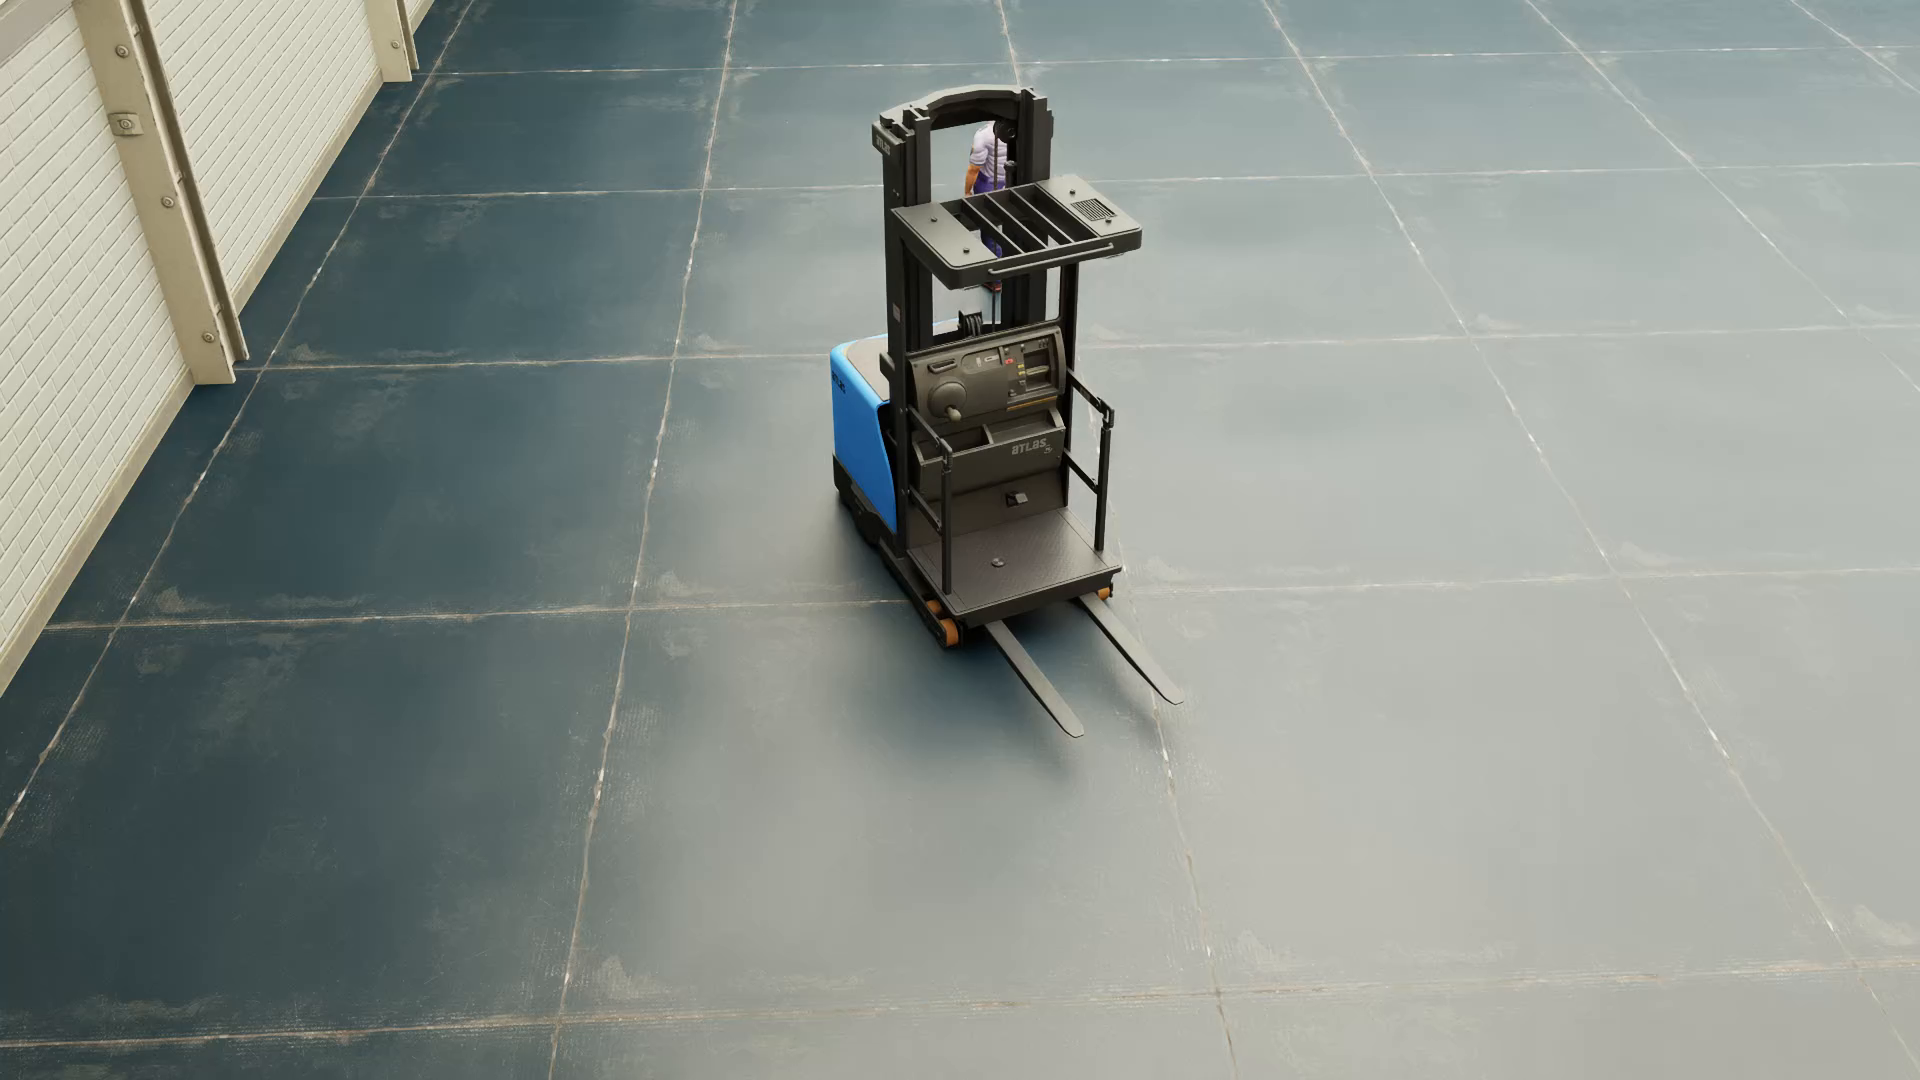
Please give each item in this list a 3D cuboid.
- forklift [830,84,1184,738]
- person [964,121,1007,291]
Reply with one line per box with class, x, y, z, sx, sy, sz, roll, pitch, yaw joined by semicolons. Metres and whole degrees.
forklift;0.258;-0.860;9.192;1.130;2.935;3.031;-15;39;-20
person;0.300;-2.721;12.825;0.598;1.651;0.502;-10;37;-13
